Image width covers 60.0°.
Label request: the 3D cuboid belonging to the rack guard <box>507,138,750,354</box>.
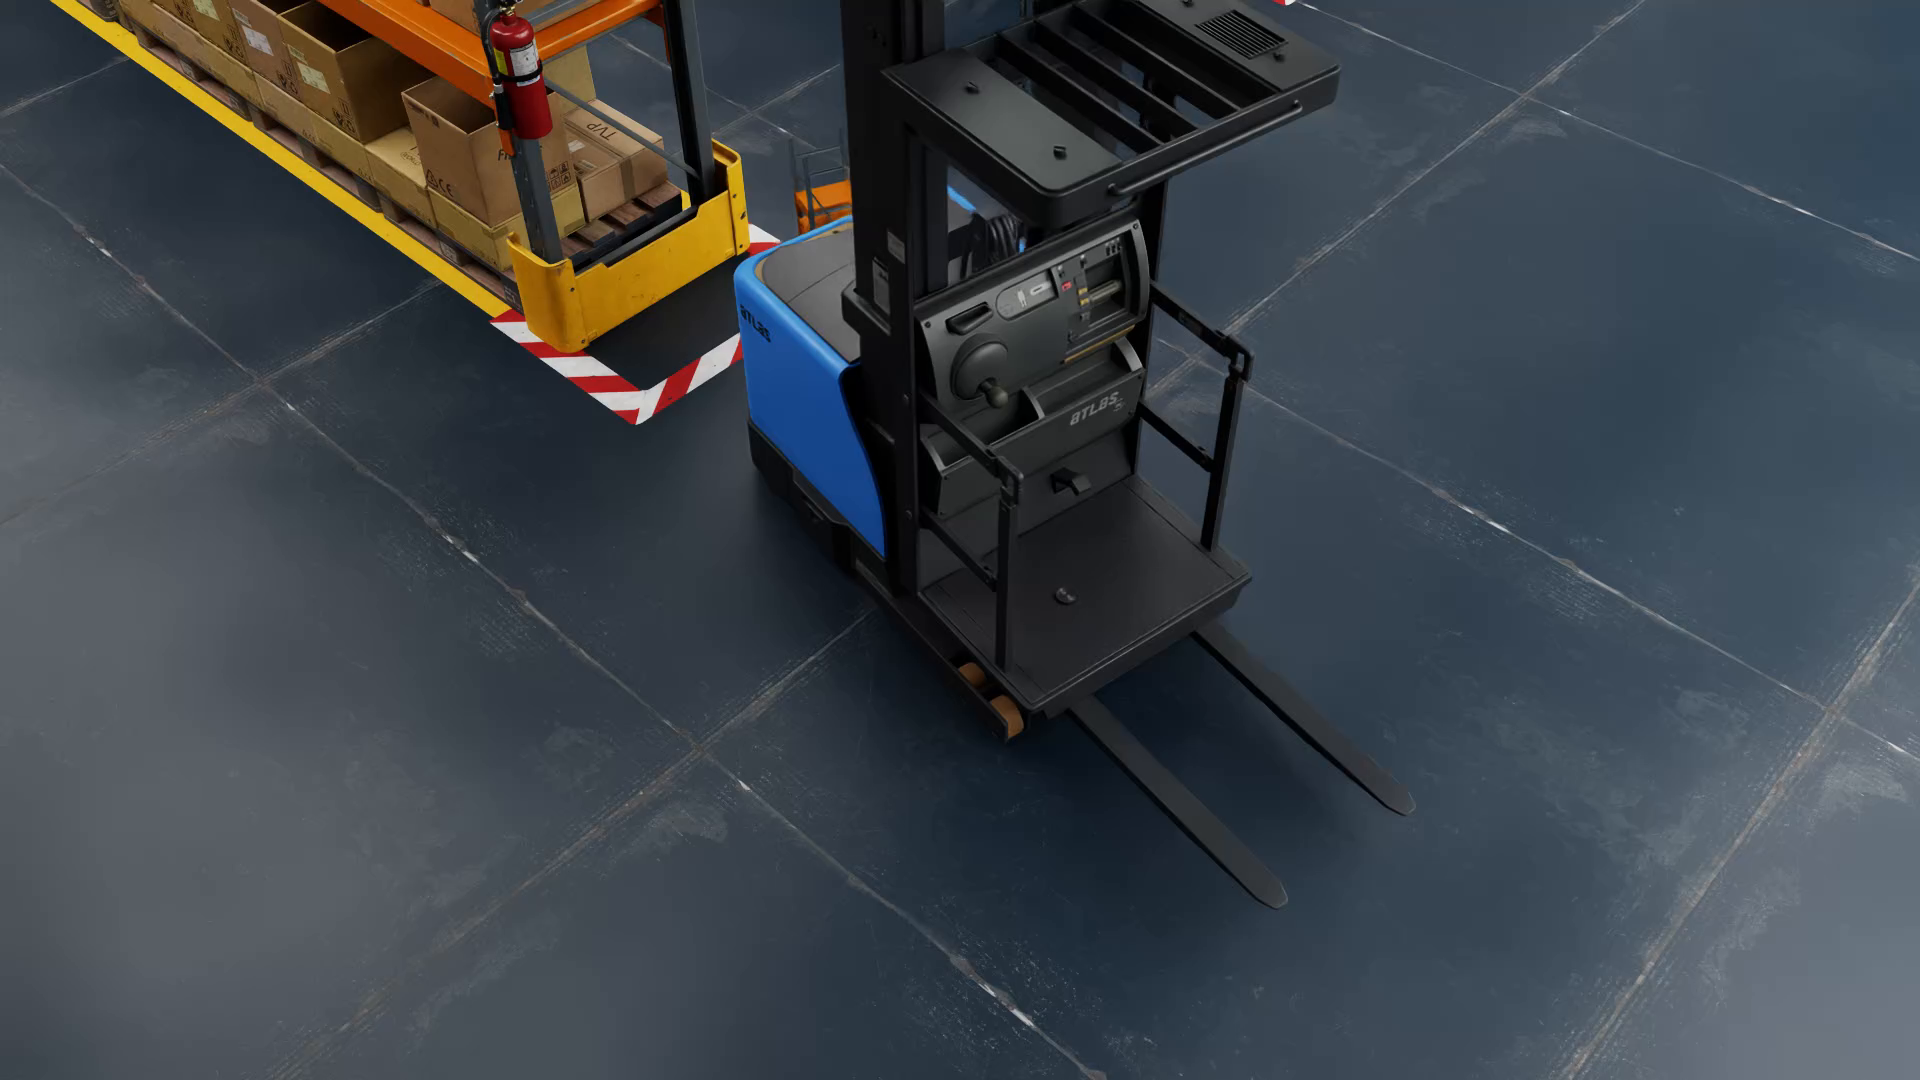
[{"bbox_3d":[-1.533,-1.407,7.837,0.348,0.500,1.175,34,55,28],"label":"rack guard"}]

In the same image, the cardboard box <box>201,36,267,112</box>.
[{"bbox_3d":[-3.627,-2.563,8.806,0.500,0.250,0.500,34,55,28],"label":"cardboard box"}]

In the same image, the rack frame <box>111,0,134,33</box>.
[{"bbox_3d":[-4.490,-4.252,8.794,0.127,3.000,1.000,34,55,28],"label":"rack frame"}]

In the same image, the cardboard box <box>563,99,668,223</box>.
[{"bbox_3d":[-1.794,-1.861,8.147,0.500,0.250,0.500,34,55,28],"label":"cardboard box"}]

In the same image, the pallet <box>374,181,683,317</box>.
[{"bbox_3d":[-2.141,-1.676,8.287,1.213,0.211,1.003,34,55,28],"label":"pallet"}]

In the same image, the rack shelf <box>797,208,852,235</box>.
[{"bbox_3d":[-0.532,-1.299,6.979,0.258,0.103,0.180,-17,42,-16],"label":"rack shelf"}]

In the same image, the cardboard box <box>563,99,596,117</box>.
[{"bbox_3d":[-2.164,-2.107,8.377,0.500,0.250,0.500,34,55,28],"label":"cardboard box"}]

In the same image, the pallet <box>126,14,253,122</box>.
[{"bbox_3d":[-3.934,-2.882,9.420,1.213,0.211,1.003,34,55,28],"label":"pallet"}]

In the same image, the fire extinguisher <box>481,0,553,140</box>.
[{"bbox_3d":[-1.779,-1.941,6.676,0.183,0.674,0.296,34,55,28],"label":"fire extinguisher"}]

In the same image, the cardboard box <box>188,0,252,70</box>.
[{"bbox_3d":[-3.627,-2.820,8.533,0.500,0.500,0.500,34,55,28],"label":"cardboard box"}]

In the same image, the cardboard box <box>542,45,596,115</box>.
[{"bbox_3d":[-2.163,-2.364,8.105,0.500,0.500,0.500,34,55,28],"label":"cardboard box"}]

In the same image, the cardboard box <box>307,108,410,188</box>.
[{"bbox_3d":[-2.889,-2.071,8.344,0.500,0.250,0.500,34,55,28],"label":"cardboard box"}]

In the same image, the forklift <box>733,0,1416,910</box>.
[{"bbox_3d":[0.393,-0.675,5.482,1.130,2.935,3.031,-29,53,-24],"label":"forklift"}]

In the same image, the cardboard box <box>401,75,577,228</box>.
[{"bbox_3d":[-2.147,-1.840,7.612,0.500,0.500,0.500,34,55,28],"label":"cardboard box"}]

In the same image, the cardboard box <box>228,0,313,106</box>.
[{"bbox_3d":[-3.258,-2.574,8.301,0.500,0.500,0.500,34,55,28],"label":"cardboard box"}]

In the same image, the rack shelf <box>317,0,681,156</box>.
[{"bbox_3d":[-3.021,-3.017,8.127,4.000,0.370,1.077,34,55,28],"label":"rack shelf"}]

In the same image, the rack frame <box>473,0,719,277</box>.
[{"bbox_3d":[-1.551,-2.275,6.937,0.127,3.000,1.000,34,55,28],"label":"rack frame"}]

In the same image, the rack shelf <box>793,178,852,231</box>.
[{"bbox_3d":[-0.539,-1.392,6.902,0.258,0.103,0.180,-17,42,-16],"label":"rack shelf"}]

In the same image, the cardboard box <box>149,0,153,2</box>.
[{"bbox_3d":[-4.362,-3.315,8.997,0.500,0.500,0.500,34,55,28],"label":"cardboard box"}]

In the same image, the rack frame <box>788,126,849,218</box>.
[{"bbox_3d":[-0.558,-1.202,7.170,0.240,1.200,0.006,-17,42,-16],"label":"rack frame"}]

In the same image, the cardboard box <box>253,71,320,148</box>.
[{"bbox_3d":[-3.256,-2.319,8.577,0.500,0.250,0.500,34,55,28],"label":"cardboard box"}]

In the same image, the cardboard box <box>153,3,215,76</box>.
[{"bbox_3d":[-3.991,-2.813,9.040,0.500,0.250,0.500,34,55,28],"label":"cardboard box"}]

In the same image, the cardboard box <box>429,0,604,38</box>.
[{"bbox_3d":[-1.885,-2.546,7.123,0.500,0.500,0.700,34,55,28],"label":"cardboard box"}]

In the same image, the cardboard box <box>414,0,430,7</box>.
[{"bbox_3d":[-2.274,-2.804,7.365,0.500,0.500,0.700,35,56,29],"label":"cardboard box"}]

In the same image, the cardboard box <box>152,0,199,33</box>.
[{"bbox_3d":[-3.989,-3.072,8.769,0.500,0.500,0.500,34,55,28],"label":"cardboard box"}]

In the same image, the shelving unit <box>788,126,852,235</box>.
[{"bbox_3d":[-0.522,-1.149,7.104,0.258,1.200,0.189,-17,42,-16],"label":"shelving unit"}]

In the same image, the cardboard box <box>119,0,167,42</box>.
[{"bbox_3d":[-4.355,-3.063,9.275,0.500,0.250,0.500,34,55,28],"label":"cardboard box"}]

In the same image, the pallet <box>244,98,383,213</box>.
[{"bbox_3d":[-3.033,-2.279,8.853,1.213,0.211,1.003,34,55,28],"label":"pallet"}]

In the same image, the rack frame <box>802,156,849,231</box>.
[{"bbox_3d":[-0.487,-1.097,7.038,0.240,1.200,0.006,-17,42,-16],"label":"rack frame"}]

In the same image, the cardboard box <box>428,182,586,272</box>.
[{"bbox_3d":[-2.145,-1.584,7.886,0.500,0.250,0.500,34,55,28],"label":"cardboard box"}]

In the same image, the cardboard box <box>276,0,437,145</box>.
[{"bbox_3d":[-2.892,-2.326,8.069,0.500,0.500,0.500,34,55,28],"label":"cardboard box"}]

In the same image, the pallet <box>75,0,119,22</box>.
[{"bbox_3d":[-5.058,-3.641,10.133,1.213,0.211,1.003,34,55,28],"label":"pallet"}]

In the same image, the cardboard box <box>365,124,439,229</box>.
[{"bbox_3d":[-2.521,-1.825,8.112,0.500,0.250,0.500,34,55,28],"label":"cardboard box"}]
